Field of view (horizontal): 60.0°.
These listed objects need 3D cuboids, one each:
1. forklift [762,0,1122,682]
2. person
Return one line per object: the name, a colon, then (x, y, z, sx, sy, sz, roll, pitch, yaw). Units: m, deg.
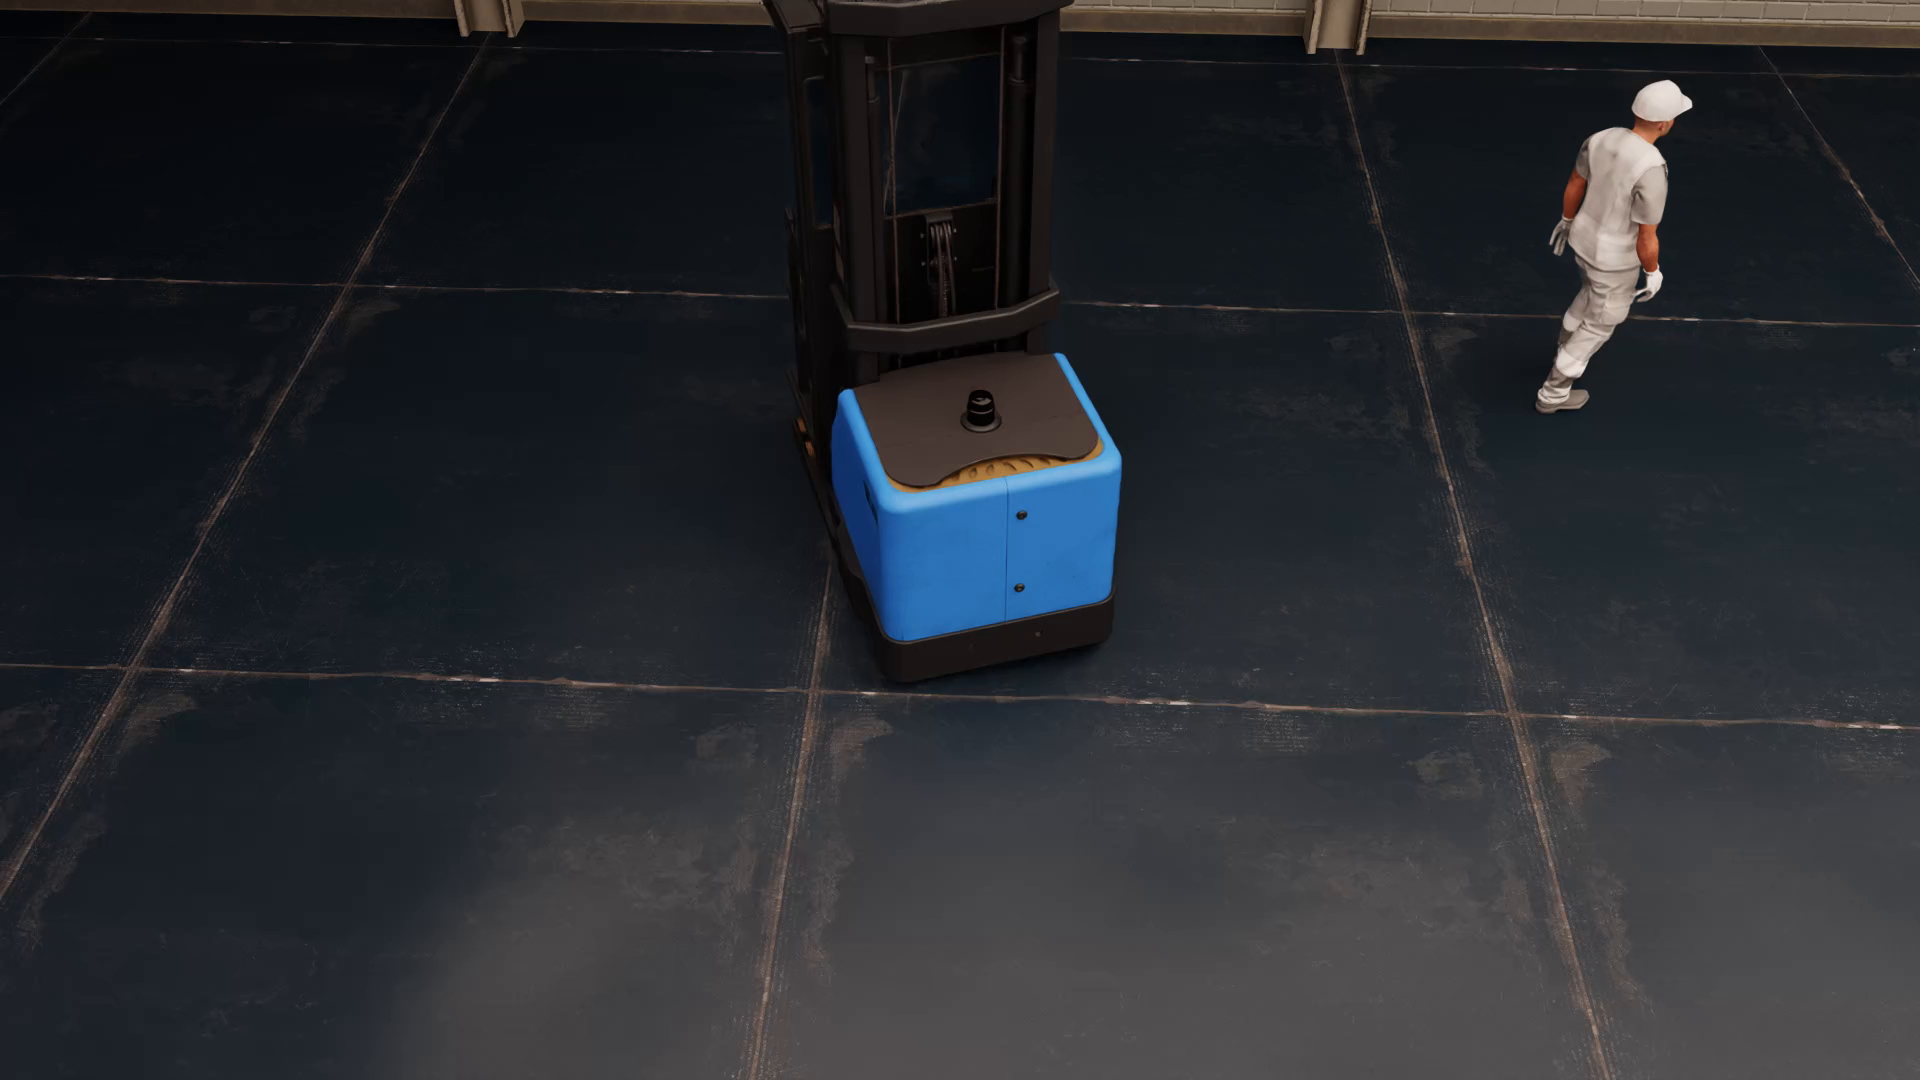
forklift: (-0.224, -1.479, 7.362, 1.130, 2.935, 3.031, -11, 44, -12)
person: (3.234, -1.418, 8.196, 0.559, 1.816, 0.631, -12, 44, -13)
